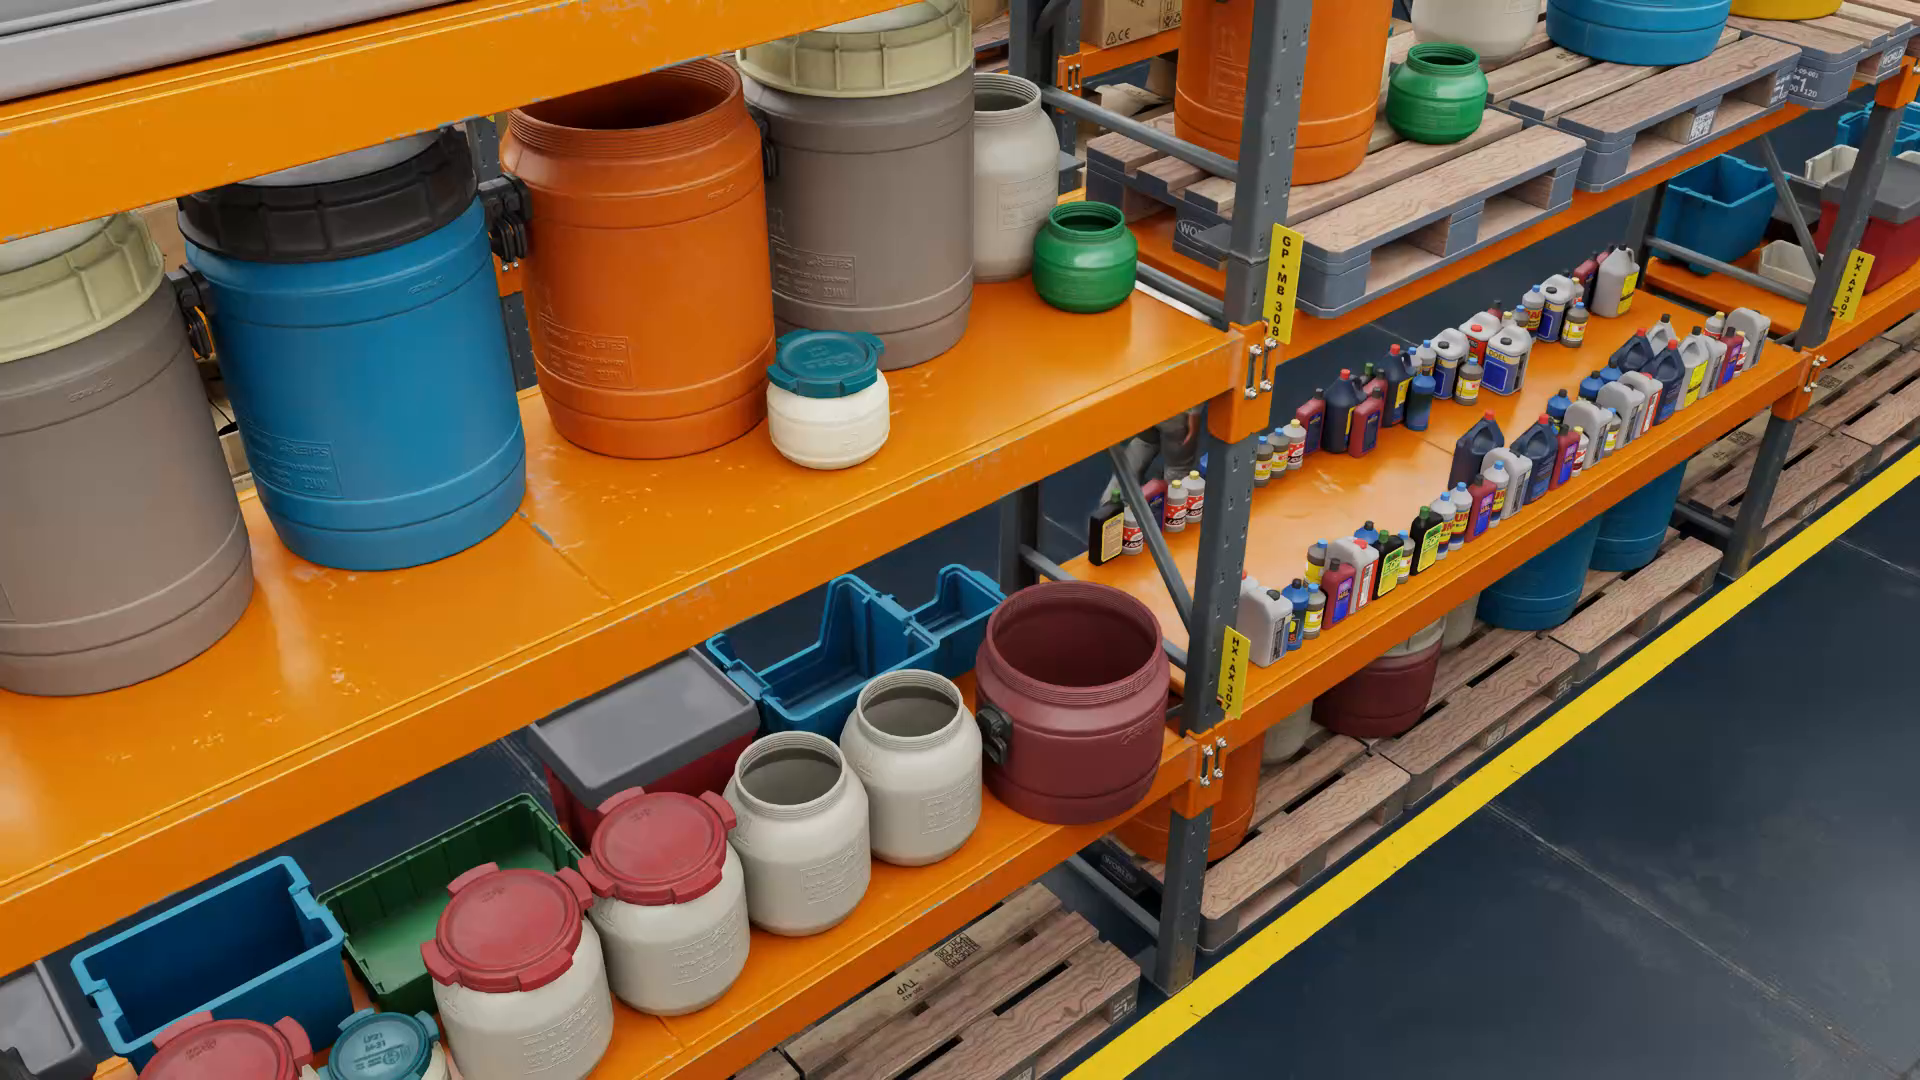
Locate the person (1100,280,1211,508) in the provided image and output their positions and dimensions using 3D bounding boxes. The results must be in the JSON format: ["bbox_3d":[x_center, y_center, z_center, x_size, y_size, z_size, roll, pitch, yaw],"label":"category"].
[{"bbox_3d":[0.952,-0.700,7.987,0.546,1.761,0.553,30,45,34],"label":"person"}]
